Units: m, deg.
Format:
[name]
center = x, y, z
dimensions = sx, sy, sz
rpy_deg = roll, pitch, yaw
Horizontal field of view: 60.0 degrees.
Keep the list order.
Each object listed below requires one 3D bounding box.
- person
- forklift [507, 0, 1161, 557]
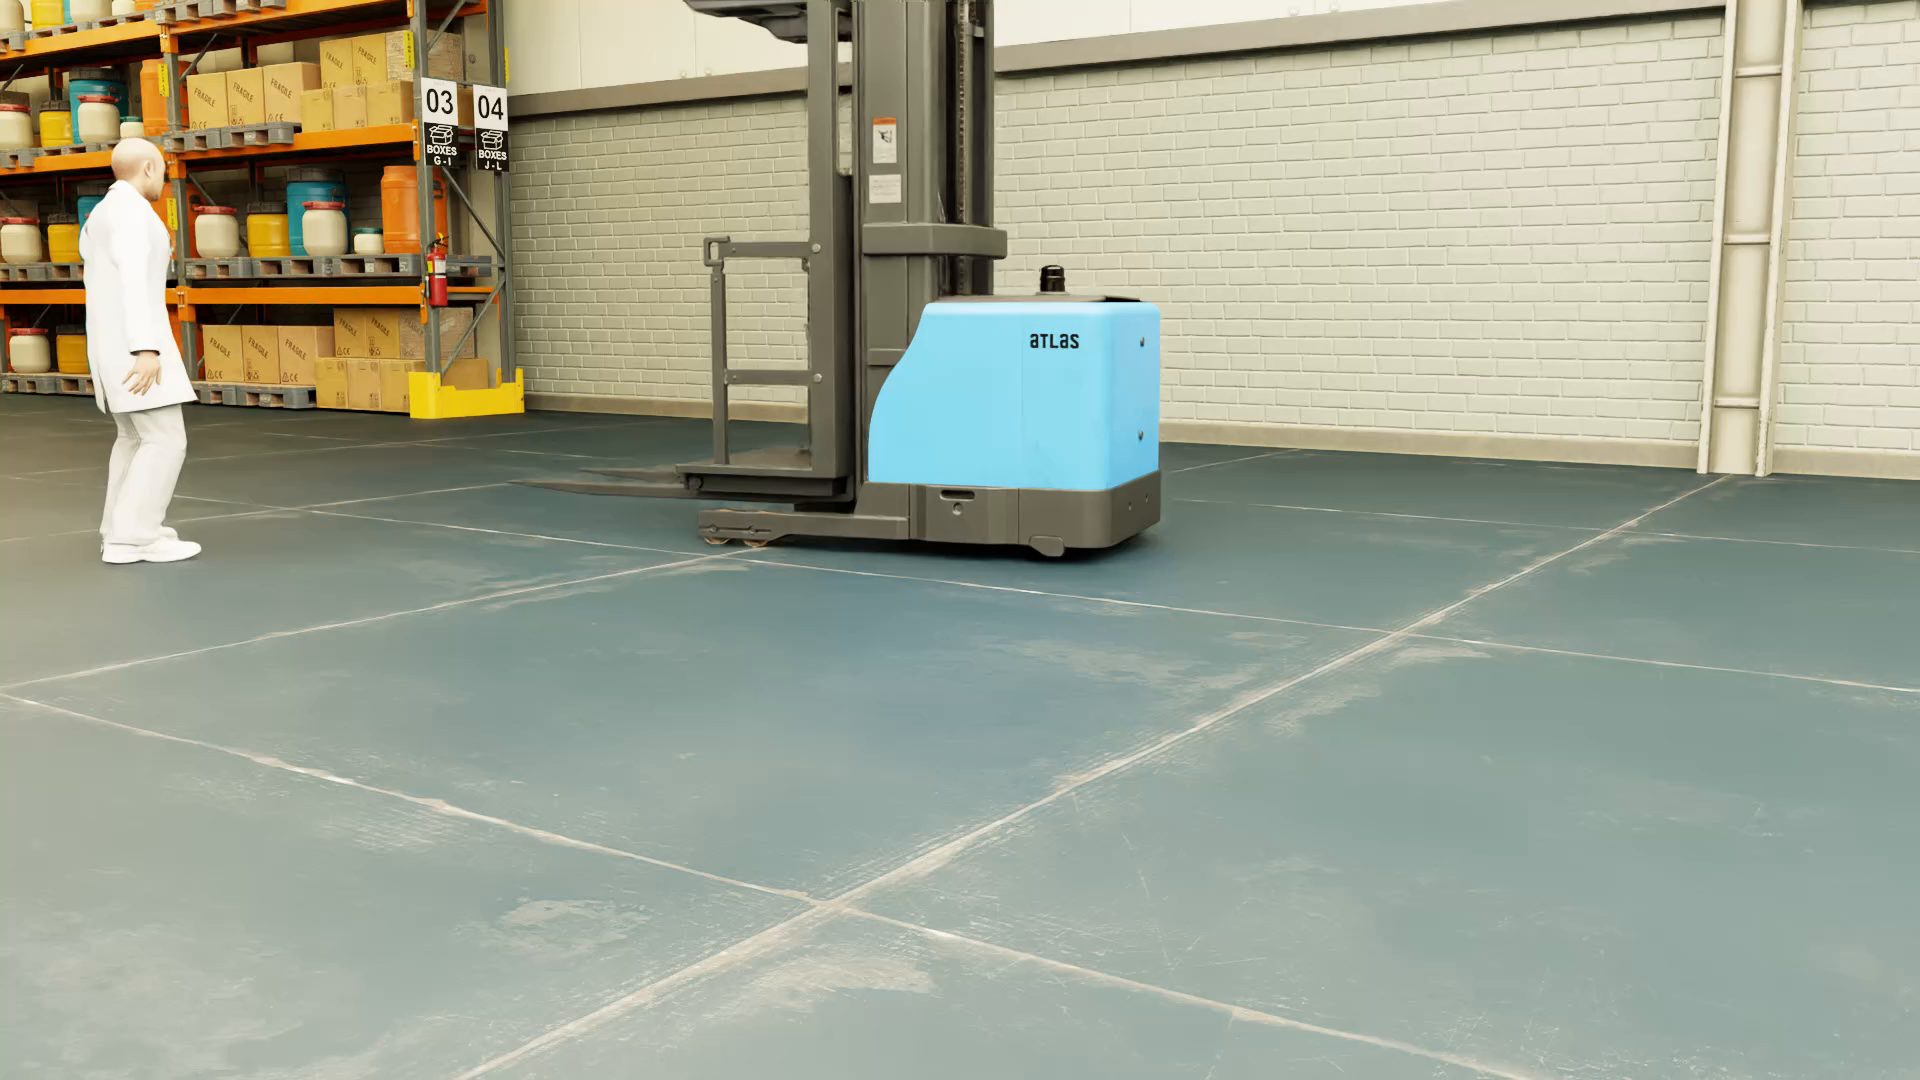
[person]
center = -3.452, -0.794, 6.981
dimensions = 0.431, 1.751, 0.852
rpy_deg = -7, 11, -41
[forklift]
center = -0.644, -1.483, 7.622
dimensions = 3.031, 2.935, 1.130
rpy_deg = 3, 9, 20
